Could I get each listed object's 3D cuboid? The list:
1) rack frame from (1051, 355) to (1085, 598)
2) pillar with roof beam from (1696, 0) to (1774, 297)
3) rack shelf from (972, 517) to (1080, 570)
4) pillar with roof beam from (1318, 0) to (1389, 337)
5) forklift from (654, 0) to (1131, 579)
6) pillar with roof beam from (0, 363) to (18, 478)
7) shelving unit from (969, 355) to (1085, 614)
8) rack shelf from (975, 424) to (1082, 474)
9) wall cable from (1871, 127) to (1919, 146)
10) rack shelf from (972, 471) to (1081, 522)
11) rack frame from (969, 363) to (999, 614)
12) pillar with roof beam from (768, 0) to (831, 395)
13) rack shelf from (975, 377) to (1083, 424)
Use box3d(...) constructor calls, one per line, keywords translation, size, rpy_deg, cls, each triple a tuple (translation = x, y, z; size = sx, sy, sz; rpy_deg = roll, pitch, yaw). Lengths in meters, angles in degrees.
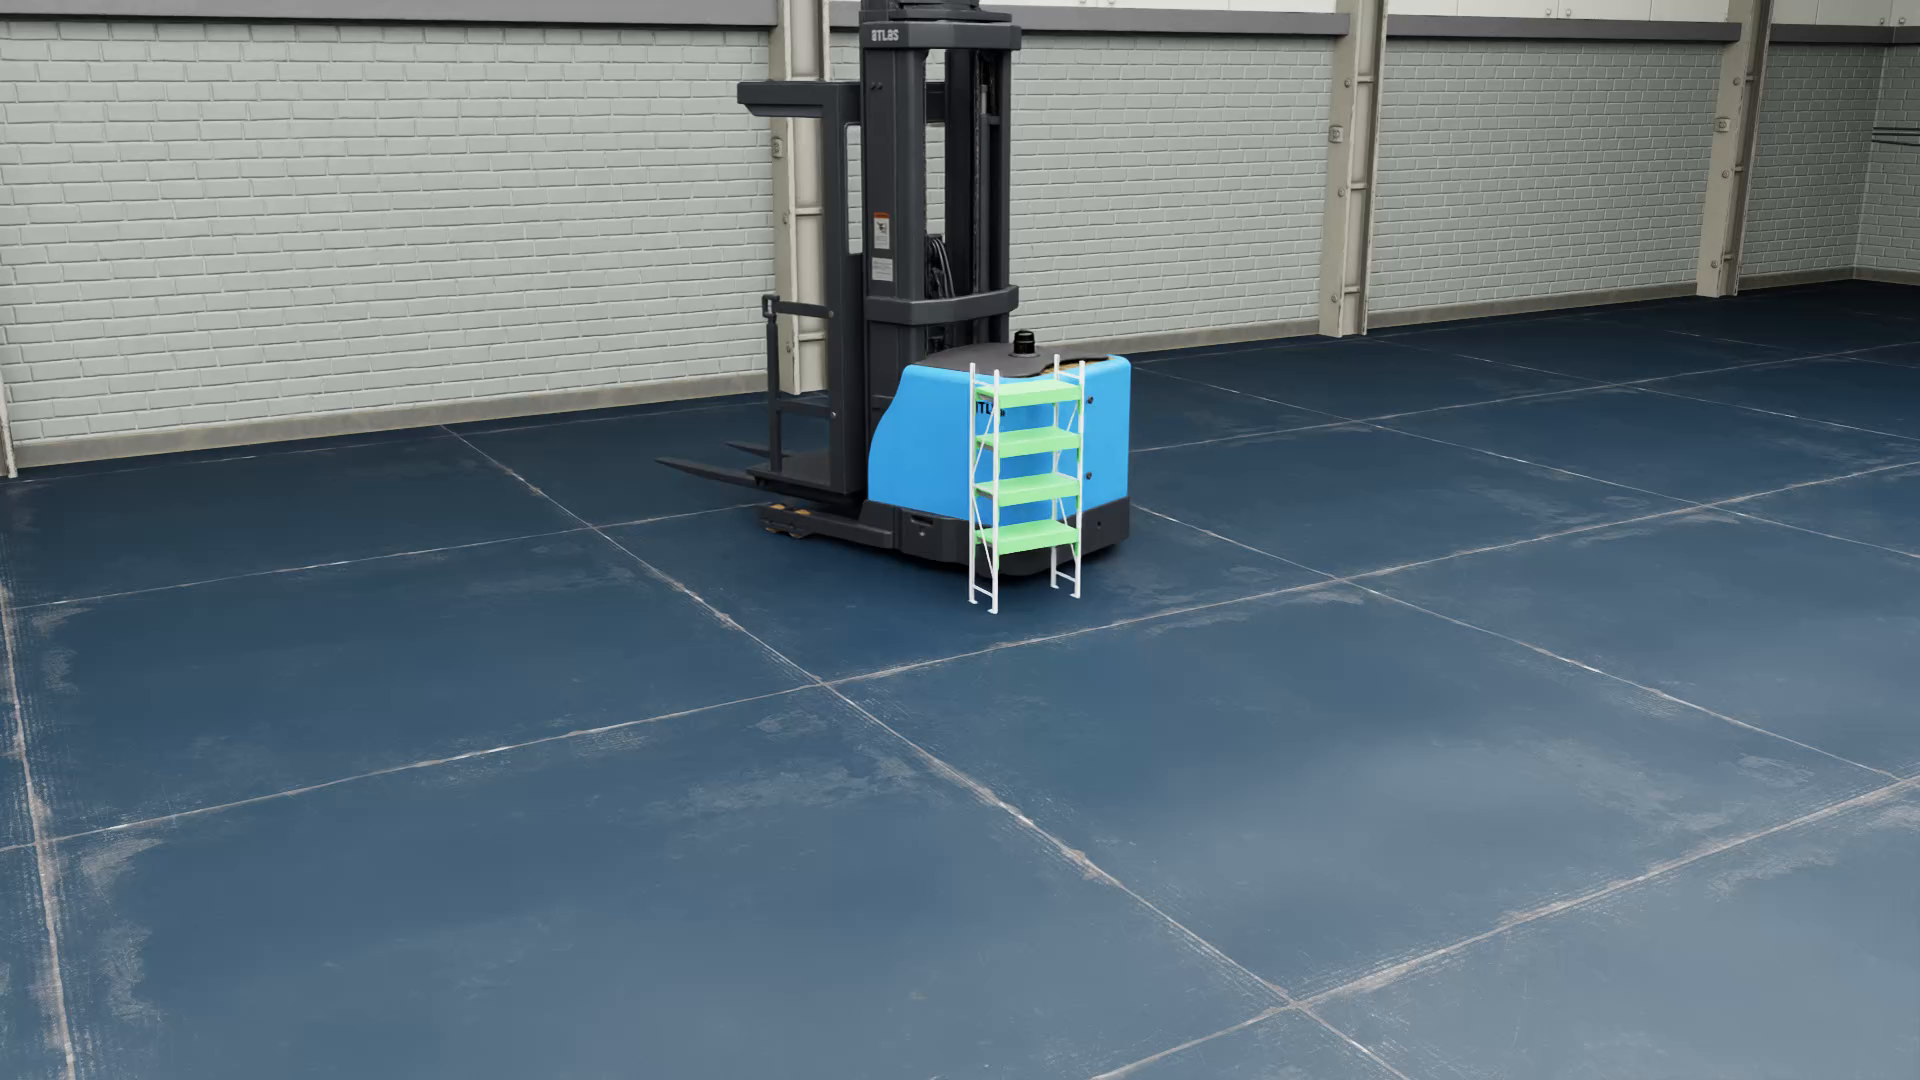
box3d(translation=(0.536, -0.313, 8.302), size=(0.015, 1.200, 0.240), rpy_deg=(-9, 18, -29), cls="rack frame")
box3d(translation=(11.231, -6.261, 15.072), size=(0.400, 9.000, 9.100), rpy_deg=(-9, 18, -30), cls="pillar with roof beam")
box3d(translation=(0.325, 0.013, 8.265), size=(0.480, 0.148, 0.258), rpy_deg=(-9, 18, -29), cls="rack shelf")
box3d(translation=(6.088, -5.427, 12.097), size=(0.400, 9.000, 9.100), rpy_deg=(-9, 18, -30), cls="pillar with roof beam")
box3d(translation=(-0.529, -1.515, 9.383), size=(3.031, 2.935, 1.130), rpy_deg=(12, 20, 37), cls="forklift")
box3d(translation=(-4.198, -3.759, 6.146), size=(0.400, 9.000, 9.100), rpy_deg=(-9, 18, -30), cls="pillar with roof beam")
box3d(translation=(0.326, -0.279, 8.183), size=(0.503, 1.200, 0.258), rpy_deg=(-9, 18, -29), cls="shelving unit")
box3d(translation=(0.326, -0.449, 8.135), size=(0.480, 0.148, 0.258), rpy_deg=(-9, 18, -29), cls="rack shelf")
box3d(translation=(12.221, -5.865, 19.414), size=(0.112, 2.526, 3.097), rpy_deg=(-9, 18, -30), cls="wall cable")
box3d(translation=(0.326, -0.218, 8.200), size=(0.480, 0.148, 0.258), rpy_deg=(-9, 18, -29), cls="rack shelf")
box3d(translation=(0.116, -0.246, 8.063), size=(0.015, 1.200, 0.240), rpy_deg=(-9, 18, -29), cls="rack frame")
box3d(translation=(0.945, -4.593, 9.122), size=(0.400, 9.000, 9.100), rpy_deg=(-9, 18, -30), cls="pillar with roof beam")
box3d(translation=(0.326, -0.680, 8.070), size=(0.480, 0.148, 0.258), rpy_deg=(-9, 18, -29), cls="rack shelf")
